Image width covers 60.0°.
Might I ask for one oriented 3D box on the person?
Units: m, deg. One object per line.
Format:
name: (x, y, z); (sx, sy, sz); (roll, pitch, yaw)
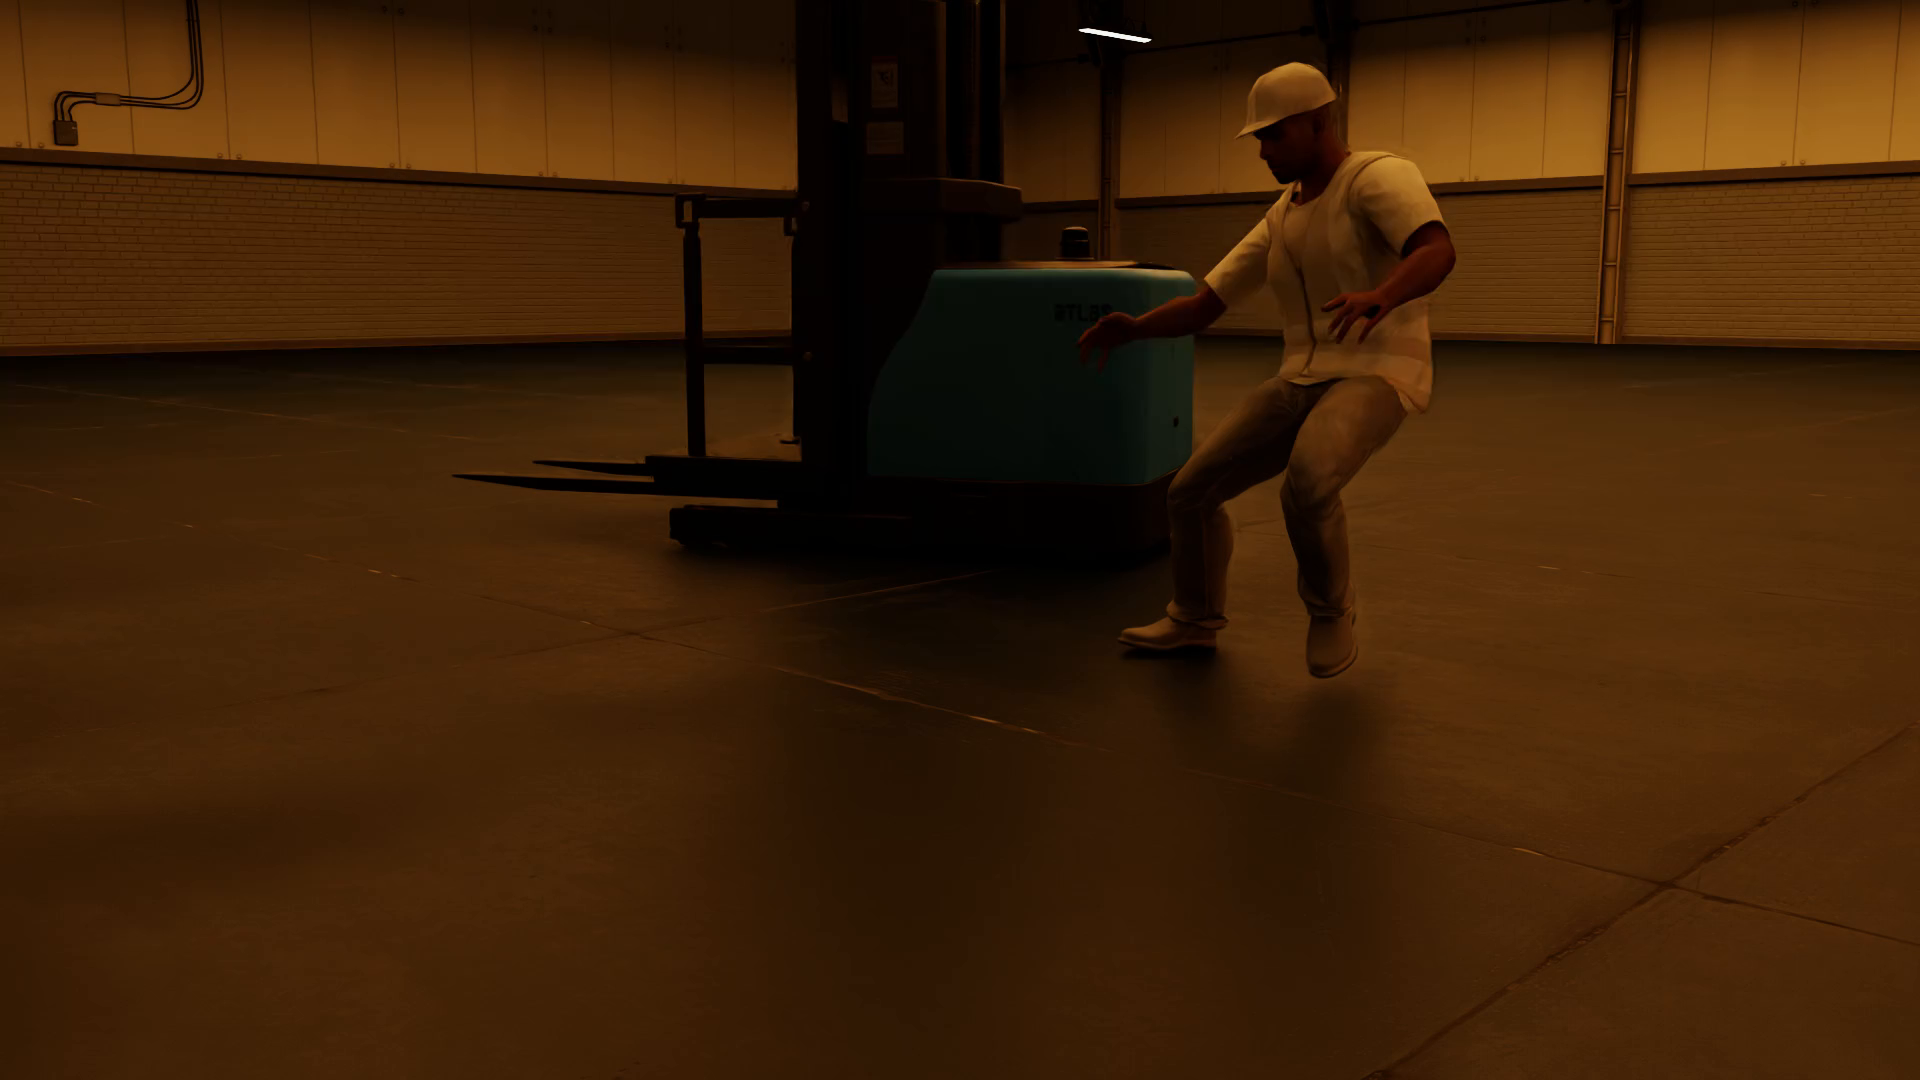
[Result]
person: (0.802, -0.418, 4.220); (0.777, 1.578, 0.938); (-5, 10, -28)

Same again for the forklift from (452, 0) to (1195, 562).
forklift: (-0.616, -1.478, 6.691); (3.031, 2.935, 1.130); (3, 9, 19)
